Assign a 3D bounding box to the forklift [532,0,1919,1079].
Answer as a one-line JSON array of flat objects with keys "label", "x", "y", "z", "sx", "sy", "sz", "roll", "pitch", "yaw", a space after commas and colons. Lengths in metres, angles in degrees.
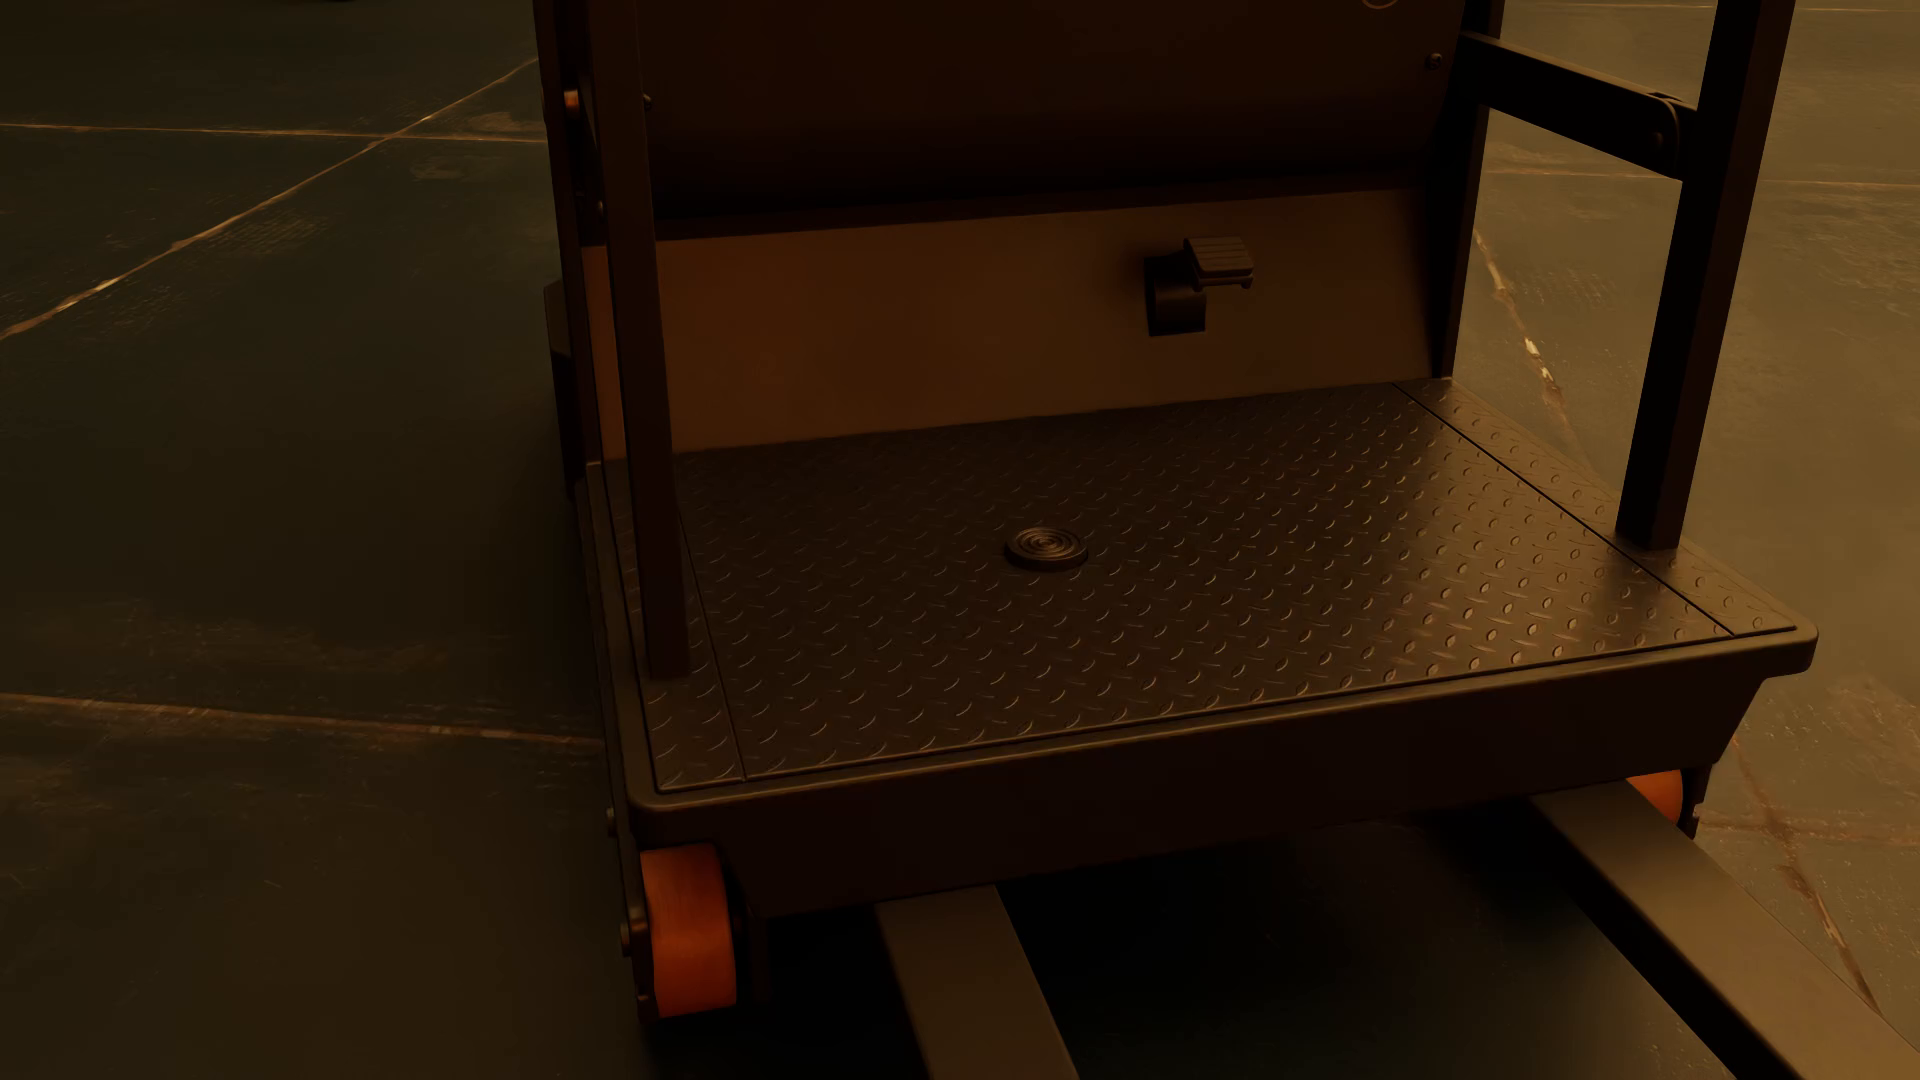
[{"label": "forklift", "x": 0.153, "y": -1.049, "z": 1.319, "sx": 1.130, "sy": 2.935, "sz": 3.031, "roll": -7, "pitch": 27, "yaw": -13}]
